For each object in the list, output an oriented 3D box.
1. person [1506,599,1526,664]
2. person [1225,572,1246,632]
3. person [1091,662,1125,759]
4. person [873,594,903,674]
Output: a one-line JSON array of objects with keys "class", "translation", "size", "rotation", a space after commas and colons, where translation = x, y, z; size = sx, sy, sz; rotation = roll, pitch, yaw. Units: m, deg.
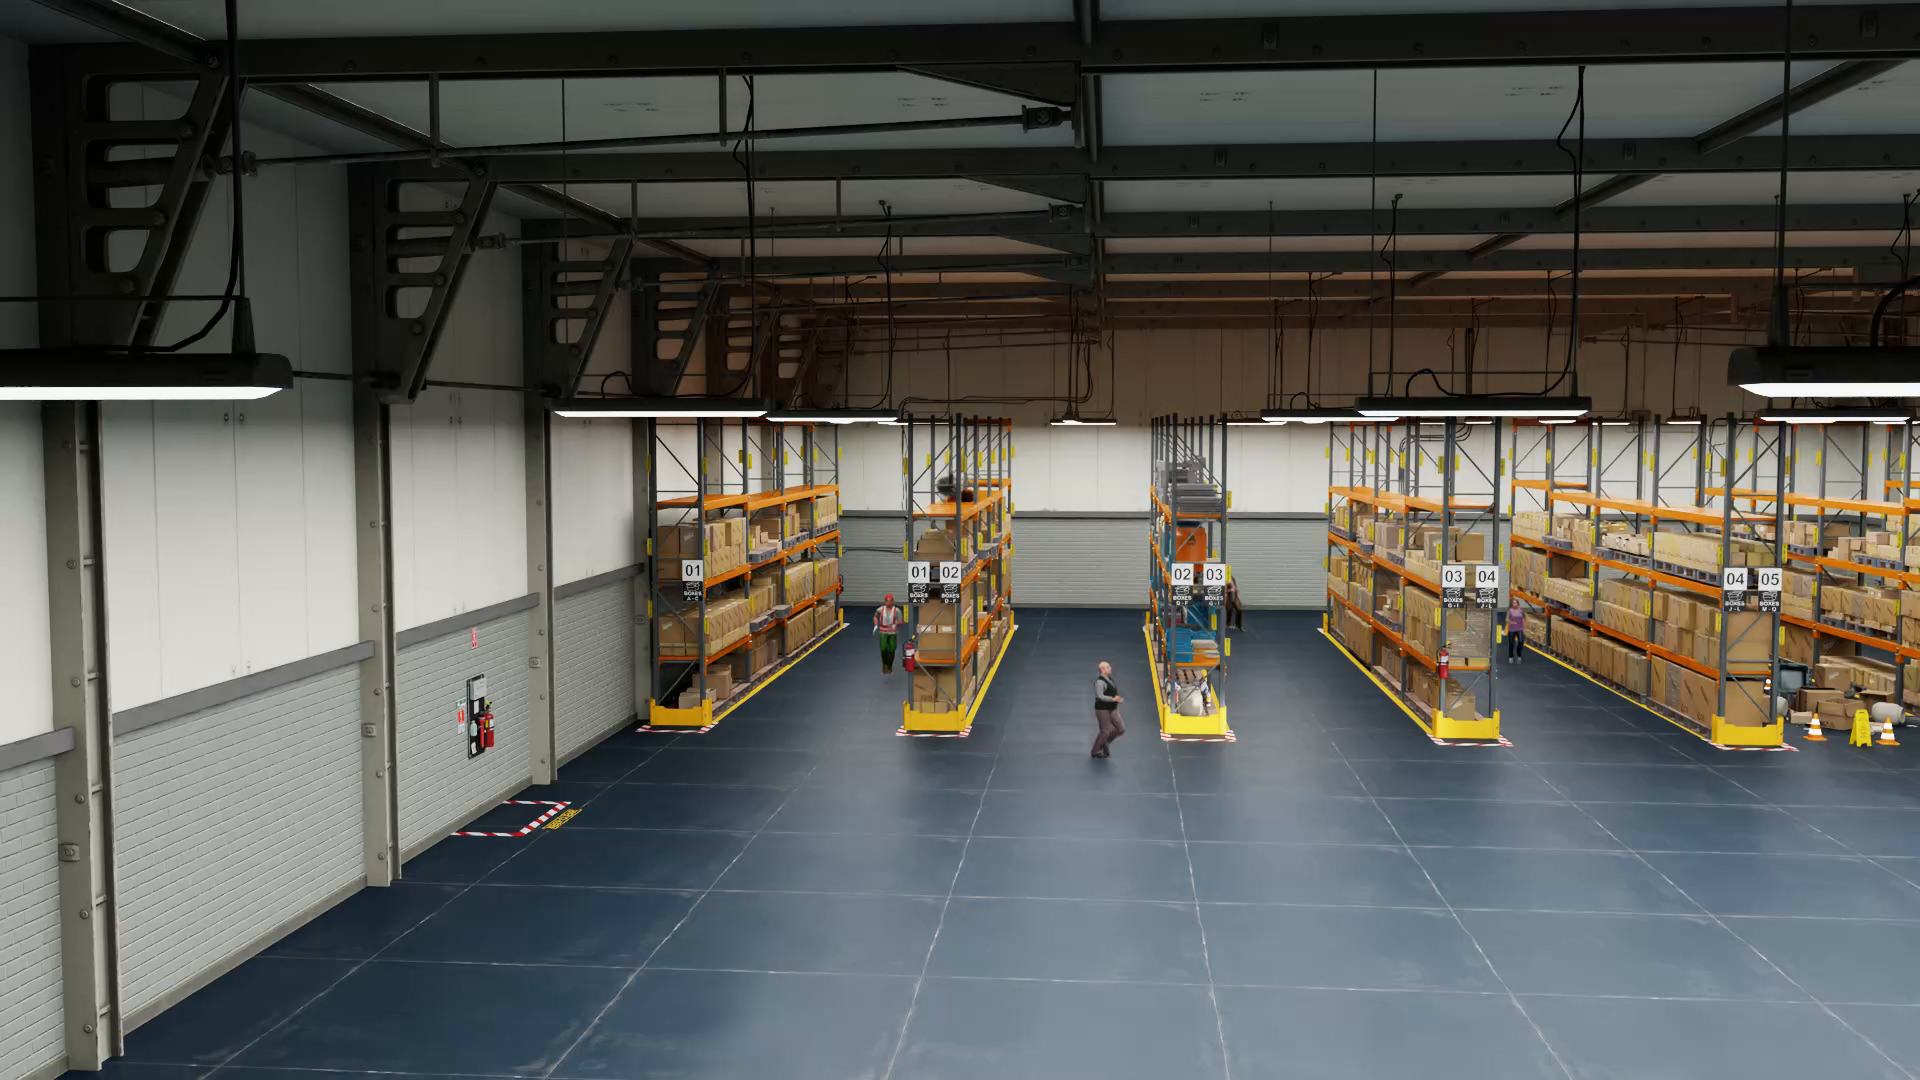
[{"class": "person", "translation": [13.458, 2.213, 40.231], "size": [0.511, 1.583, 0.677], "rotation": [1, 4, 11]}, {"class": "person", "translation": [7.576, 1.707, 46.853], "size": [0.773, 1.795, 0.764], "rotation": [-2, 4, -23]}, {"class": "person", "translation": [2.555, 2.937, 28.686], "size": [0.624, 1.681, 0.631], "rotation": [2, 4, 30]}, {"class": "person", "translation": [-1.601, 2.095, 36.881], "size": [0.655, 1.790, 0.742], "rotation": [0, 4, -2]}]
